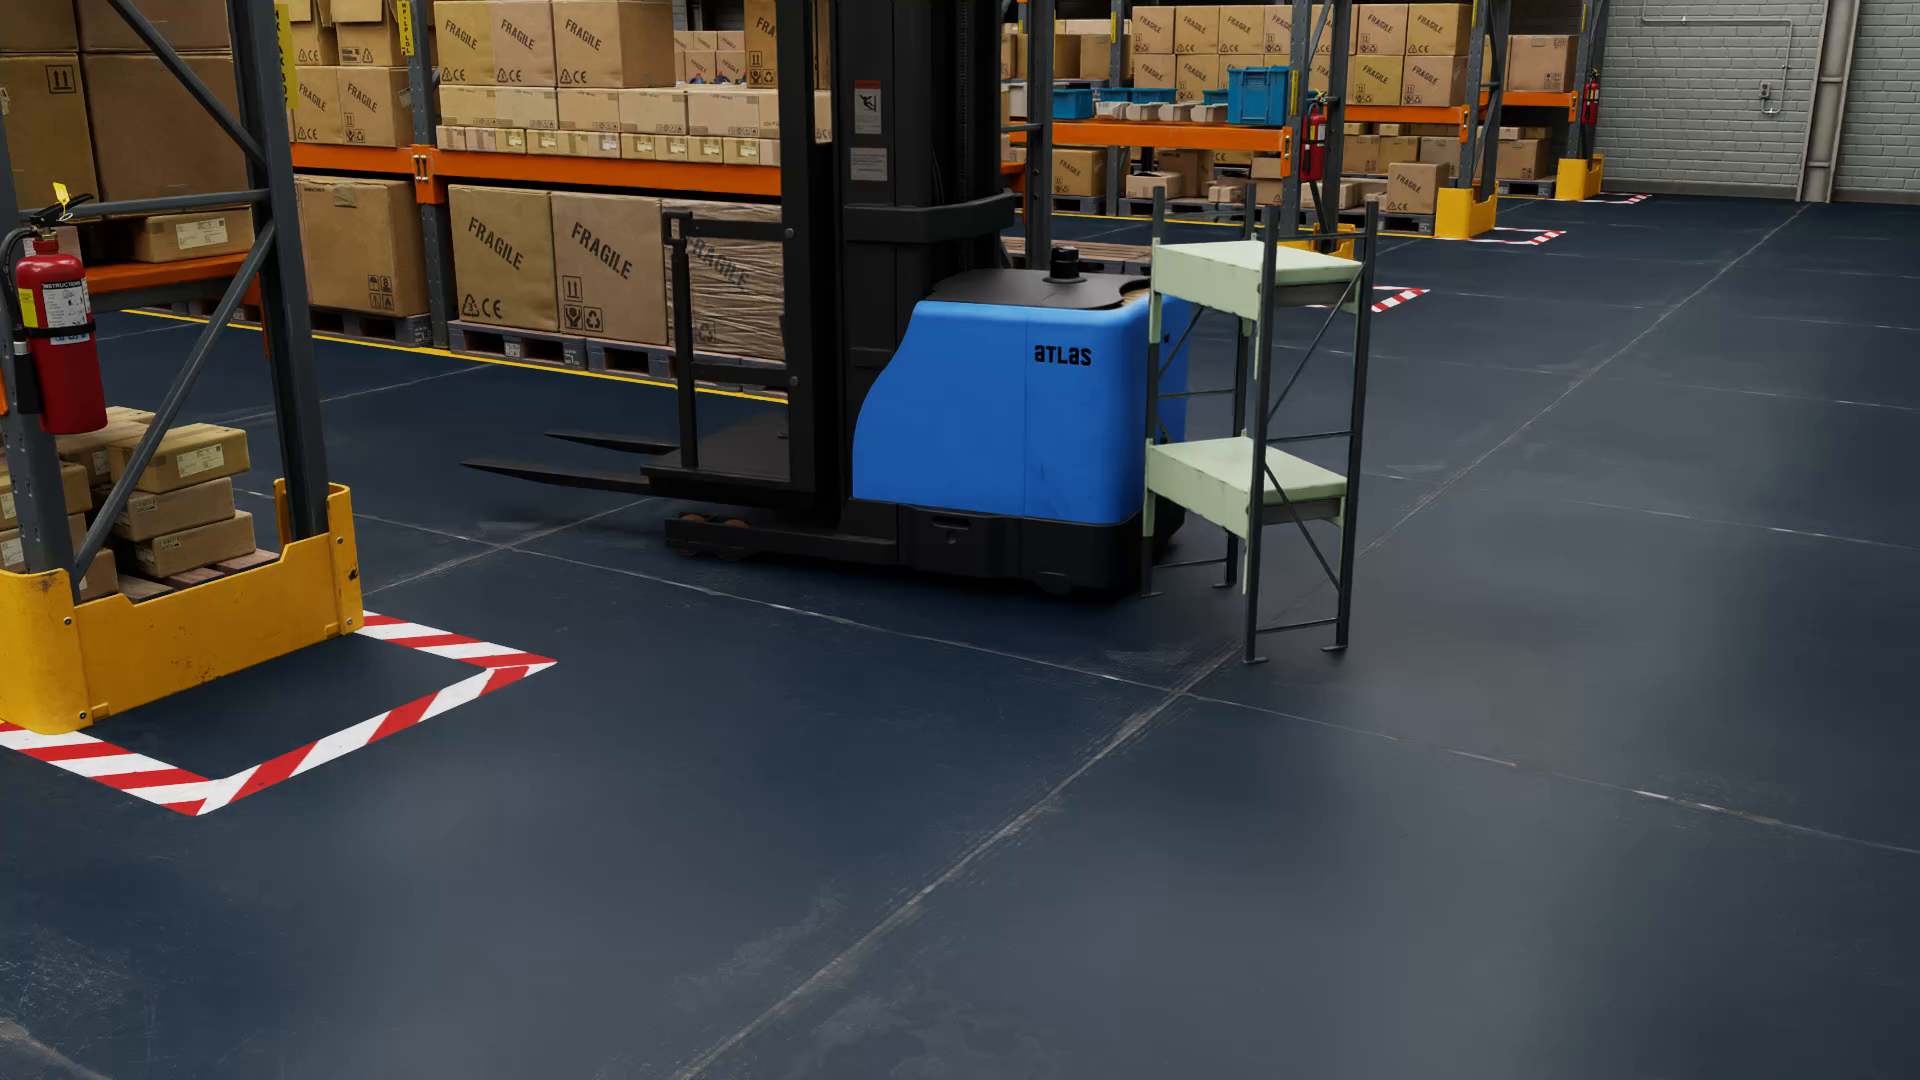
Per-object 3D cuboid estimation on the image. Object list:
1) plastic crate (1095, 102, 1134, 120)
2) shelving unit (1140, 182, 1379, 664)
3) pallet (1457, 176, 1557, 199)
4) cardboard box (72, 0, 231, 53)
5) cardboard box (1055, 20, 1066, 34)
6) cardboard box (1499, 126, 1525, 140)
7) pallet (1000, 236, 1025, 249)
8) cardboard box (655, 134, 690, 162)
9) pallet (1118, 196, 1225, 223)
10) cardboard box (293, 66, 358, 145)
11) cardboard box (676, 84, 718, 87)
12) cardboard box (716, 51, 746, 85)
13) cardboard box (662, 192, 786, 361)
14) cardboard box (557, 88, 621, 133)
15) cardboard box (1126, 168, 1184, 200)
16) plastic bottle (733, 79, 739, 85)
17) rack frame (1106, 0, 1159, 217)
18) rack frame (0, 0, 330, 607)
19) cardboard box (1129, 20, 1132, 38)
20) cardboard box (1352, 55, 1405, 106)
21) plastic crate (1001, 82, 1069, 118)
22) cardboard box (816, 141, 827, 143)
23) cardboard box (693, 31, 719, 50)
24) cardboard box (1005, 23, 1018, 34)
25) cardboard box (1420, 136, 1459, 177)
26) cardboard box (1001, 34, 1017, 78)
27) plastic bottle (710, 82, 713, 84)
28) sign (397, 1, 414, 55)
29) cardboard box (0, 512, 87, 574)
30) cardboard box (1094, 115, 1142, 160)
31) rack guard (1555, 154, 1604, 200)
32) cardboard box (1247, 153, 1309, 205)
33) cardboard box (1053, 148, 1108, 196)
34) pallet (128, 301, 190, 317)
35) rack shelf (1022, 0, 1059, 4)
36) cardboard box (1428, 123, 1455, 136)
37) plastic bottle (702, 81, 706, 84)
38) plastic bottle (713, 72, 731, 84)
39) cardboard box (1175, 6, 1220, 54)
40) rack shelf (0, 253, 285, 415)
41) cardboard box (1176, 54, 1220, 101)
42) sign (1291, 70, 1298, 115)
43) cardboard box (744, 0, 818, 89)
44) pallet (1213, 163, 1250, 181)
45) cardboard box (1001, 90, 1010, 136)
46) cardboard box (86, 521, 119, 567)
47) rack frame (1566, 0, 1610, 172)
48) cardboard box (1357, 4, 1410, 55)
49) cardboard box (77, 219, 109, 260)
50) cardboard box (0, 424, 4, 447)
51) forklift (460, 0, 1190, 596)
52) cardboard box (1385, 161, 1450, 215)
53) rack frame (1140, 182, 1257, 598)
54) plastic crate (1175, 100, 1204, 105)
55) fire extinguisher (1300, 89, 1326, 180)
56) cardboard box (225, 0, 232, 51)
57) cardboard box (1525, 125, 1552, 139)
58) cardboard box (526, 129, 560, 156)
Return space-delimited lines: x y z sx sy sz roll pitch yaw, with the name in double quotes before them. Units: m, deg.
"plastic crate" 1.264 -3.550 13.759 0.250 0.136 0.298 10 20 30
"shelving unit" 0.994 -0.428 5.709 0.431 1.500 0.755 -7 18 -21
"pallet" 7.268 -4.666 21.878 1.213 0.211 1.003 10 20 30
"cardboard box" -2.712 -1.807 5.265 0.500 0.500 0.500 10 20 30
"cardboard box" 1.449 -7.536 24.521 0.500 0.250 0.500 11 20 31
"cardboard box" 7.136 -5.269 21.529 0.250 0.149 0.380 10 19 29
"pallet" 0.044 -2.616 15.130 1.213 0.211 1.003 10 20 30
"cardboard box" -1.565 -2.302 9.732 0.250 0.149 0.380 11 20 31
"pallet" 2.577 -3.840 19.159 1.213 0.211 1.003 10 20 30
"cardboard box" -4.155 -2.954 11.274 0.500 0.500 0.500 11 20 32
"cardboard box" -1.804 -2.739 10.482 0.500 0.250 0.500 11 20 31
"cardboard box" -2.855 -6.186 21.914 0.500 0.500 0.500 9 19 27
"cardboard box" -1.149 -1.618 9.979 0.875 0.875 0.875 10 20 30
"cardboard box" -2.067 -2.606 10.045 0.500 0.250 0.500 11 20 31
"cardboard box" 2.237 -4.085 19.039 0.500 0.311 0.500 10 20 30
"plastic bottle" -2.230 -4.412 16.446 0.133 0.283 0.061 10 20 30
"rack frame" 1.992 -5.279 19.098 0.127 3.000 1.000 10 20 30
"rack frame" -2.469 -1.004 5.027 0.127 3.000 1.000 10 20 30
"cardboard box" 2.750 -7.308 23.769 0.500 0.250 0.500 10 19 29
"cardboard box" 4.433 -4.797 17.340 0.500 0.500 0.500 10 20 31
"plastic crate" 0.602 -3.747 14.155 0.530 0.282 0.437 10 20 30
"cardboard box" -0.699 -2.148 9.223 0.250 0.149 0.380 10 20 30
"cardboard box" -4.095 -8.248 27.806 0.500 0.500 0.500 11 20 32
"cardboard box" 0.863 -7.728 25.118 0.250 0.149 0.380 7 18 23
"cardboard box" 6.486 -5.137 22.209 0.500 0.500 0.700 9 19 28
"cardboard box" 0.454 -5.781 19.857 0.500 0.500 0.700 5 18 16
"plastic bottle" -2.357 -4.205 15.785 0.097 0.271 0.097 0 17 0
"sign" -3.471 -3.206 10.419 0.005 0.325 0.100 10 20 30
"cardboard box" -3.068 0.007 5.369 0.250 0.149 0.380 10 19 29
"cardboard box" 2.474 -6.008 24.475 0.750 0.750 0.750 10 20 30
"rack guard" 8.010 -4.698 21.487 0.348 0.500 1.175 10 20 30
"cardboard box" 3.596 -4.010 18.461 0.637 0.503 0.797 10 20 30
"cardboard box" 1.422 -4.297 19.411 0.500 0.500 0.500 10 20 30
"pallet" -5.971 -1.961 12.975 1.213 0.211 1.003 10 20 30
"rack shelf" 2.877 -7.901 23.809 4.000 0.370 1.077 10 20 30
"cardboard box" 6.471 -5.518 22.347 0.250 0.149 0.380 10 20 31
"plastic bottle" -2.383 -4.189 15.710 0.133 0.283 0.061 10 20 30
"plastic bottle" -2.356 -4.473 16.531 0.185 0.351 0.144 10 20 30
"cardboard box" 2.686 -5.585 18.215 0.500 0.500 0.500 9 19 28
"rack shelf" -4.173 -0.964 6.133 4.000 0.370 1.077 10 20 30
"cardboard box" 2.722 -5.105 18.353 0.500 0.500 0.500 11 20 31
"sign" 2.531 -3.383 12.578 0.005 0.325 0.100 10 20 30
"cardboard box" -0.925 -2.940 9.855 0.500 0.500 0.500 10 19 29
"pallet" 3.885 -5.271 23.869 1.213 0.211 1.003 10 20 30
"cardboard box" -0.055 -2.428 9.459 0.500 0.250 0.500 10 19 29
"cardboard box" -3.014 -0.020 5.968 0.250 0.149 0.380 10 20 30
"rack frame" 7.990 -5.898 21.136 0.127 3.000 1.000 10 20 30
"cardboard box" 4.447 -5.273 17.187 0.500 0.500 0.500 11 20 32
"cardboard box" -2.812 -1.043 5.587 0.250 0.149 0.380 11 20 32
"cardboard box" -3.438 -0.389 6.160 0.250 0.149 0.380 9 19 27
"forklift" -0.641 -1.451 6.614 3.031 2.935 1.130 7 18 21
"cardboard box" 4.808 -3.706 17.466 0.500 0.500 0.500 10 20 30
"rack frame" 0.859 -0.527 6.034 0.400 1.500 0.023 -7 18 -21
"plastic crate" 1.959 -3.638 14.048 0.298 0.136 0.250 10 20 30
"fire extinguisher" 2.696 -3.093 12.678 0.183 0.674 0.296 10 20 30
"cardboard box" -4.860 -3.647 11.828 0.637 0.503 0.797 11 20 32
"cardboard box" 7.552 -5.325 21.714 0.250 0.149 0.380 10 20 30
"cardboard box" -2.444 -2.459 10.247 0.250 0.149 0.380 10 19 29
